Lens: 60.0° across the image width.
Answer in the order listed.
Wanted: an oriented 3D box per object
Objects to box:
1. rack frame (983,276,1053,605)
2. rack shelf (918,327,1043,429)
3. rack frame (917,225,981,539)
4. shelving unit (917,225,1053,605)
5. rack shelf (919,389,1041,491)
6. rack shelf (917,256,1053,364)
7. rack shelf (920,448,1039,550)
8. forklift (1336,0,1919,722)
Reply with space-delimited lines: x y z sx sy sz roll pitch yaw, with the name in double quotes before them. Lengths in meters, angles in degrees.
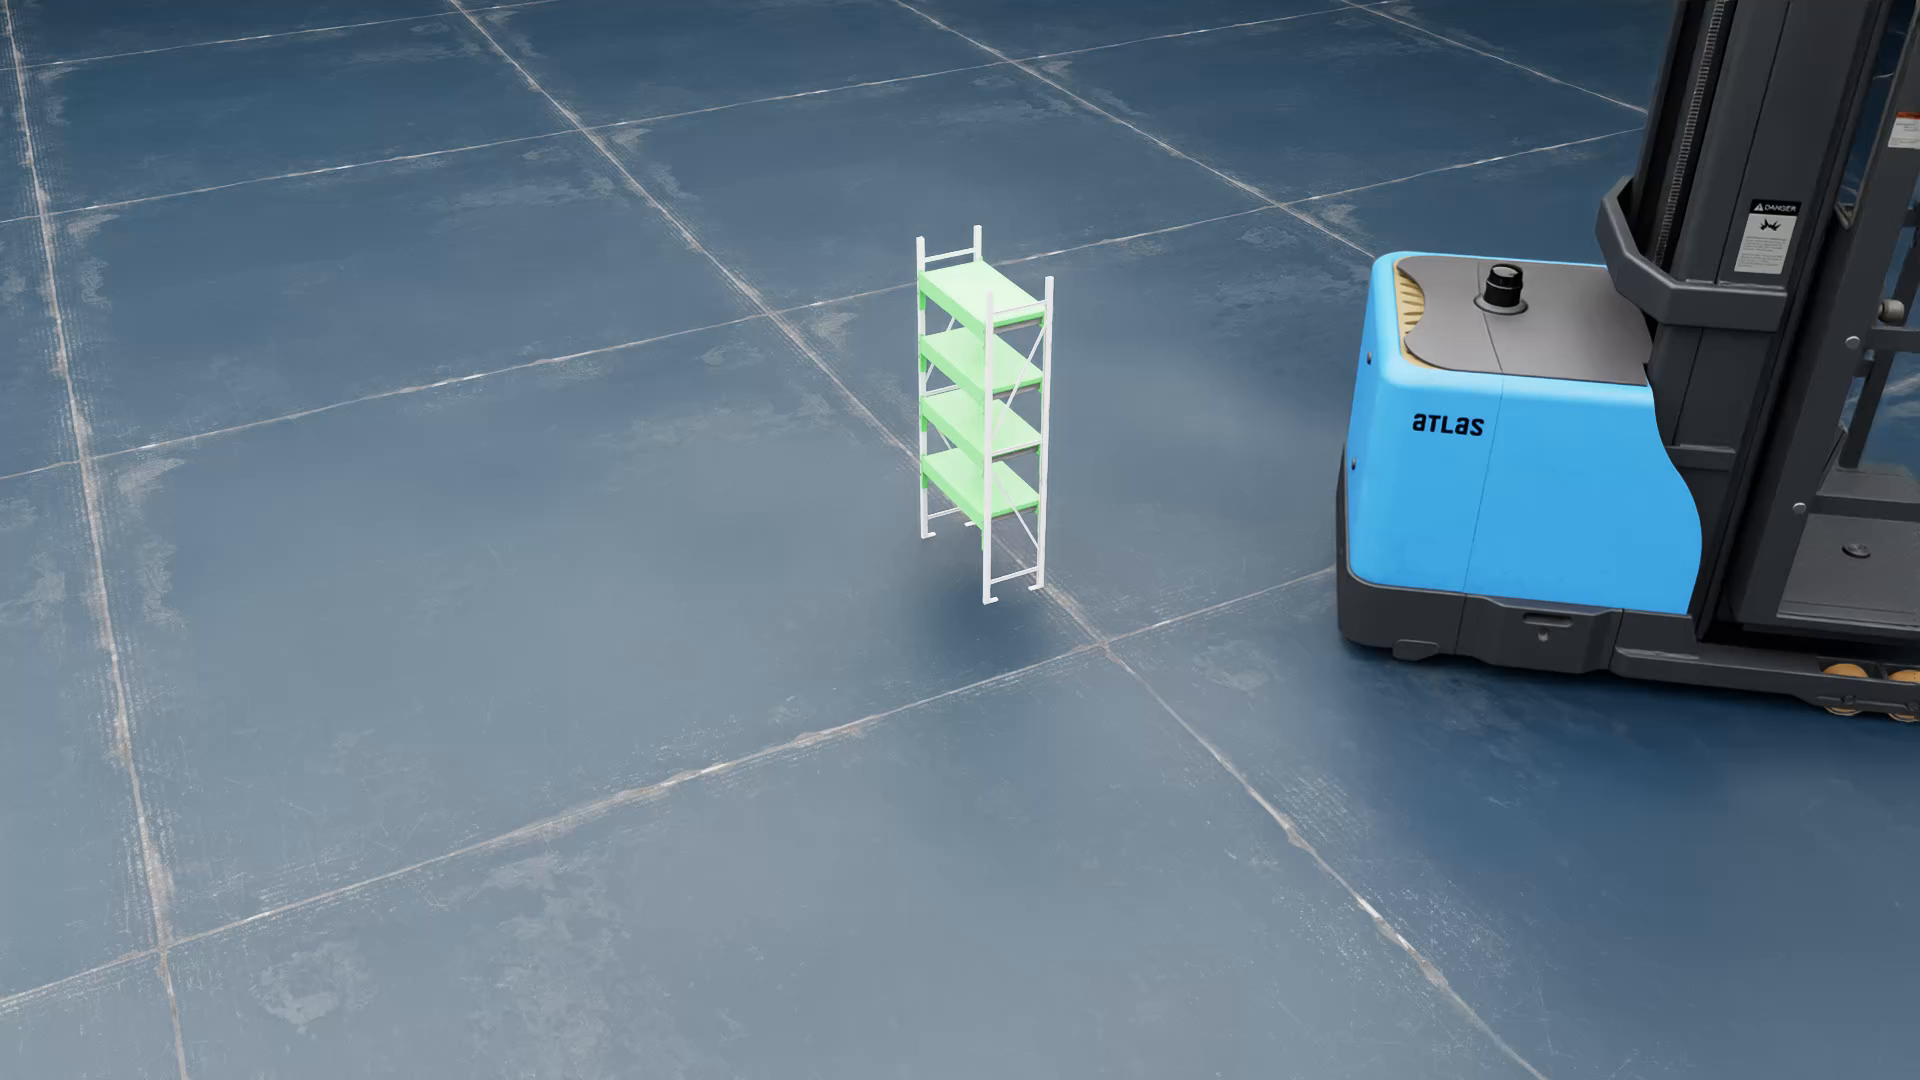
"rack frame" 0.191 -0.310 5.621 0.240 1.200 0.015 -16 36 -23
"rack shelf" 0.077 -0.574 5.708 0.258 0.148 0.480 -16 36 -23
"rack frame" -0.037 -0.543 5.985 0.240 1.200 0.015 -16 36 -23
"shelving unit" 0.077 -0.426 5.803 0.258 1.200 0.503 -16 36 -23
"rack shelf" 0.077 -0.372 5.837 0.258 0.148 0.480 -16 36 -23
"rack shelf" 0.077 -0.777 5.579 0.258 0.148 0.480 -16 36 -23
"rack shelf" 0.077 -0.170 5.967 0.258 0.148 0.480 -16 36 -23
"forklift" 2.853 -0.961 5.033 3.031 2.935 1.130 6 33 9
